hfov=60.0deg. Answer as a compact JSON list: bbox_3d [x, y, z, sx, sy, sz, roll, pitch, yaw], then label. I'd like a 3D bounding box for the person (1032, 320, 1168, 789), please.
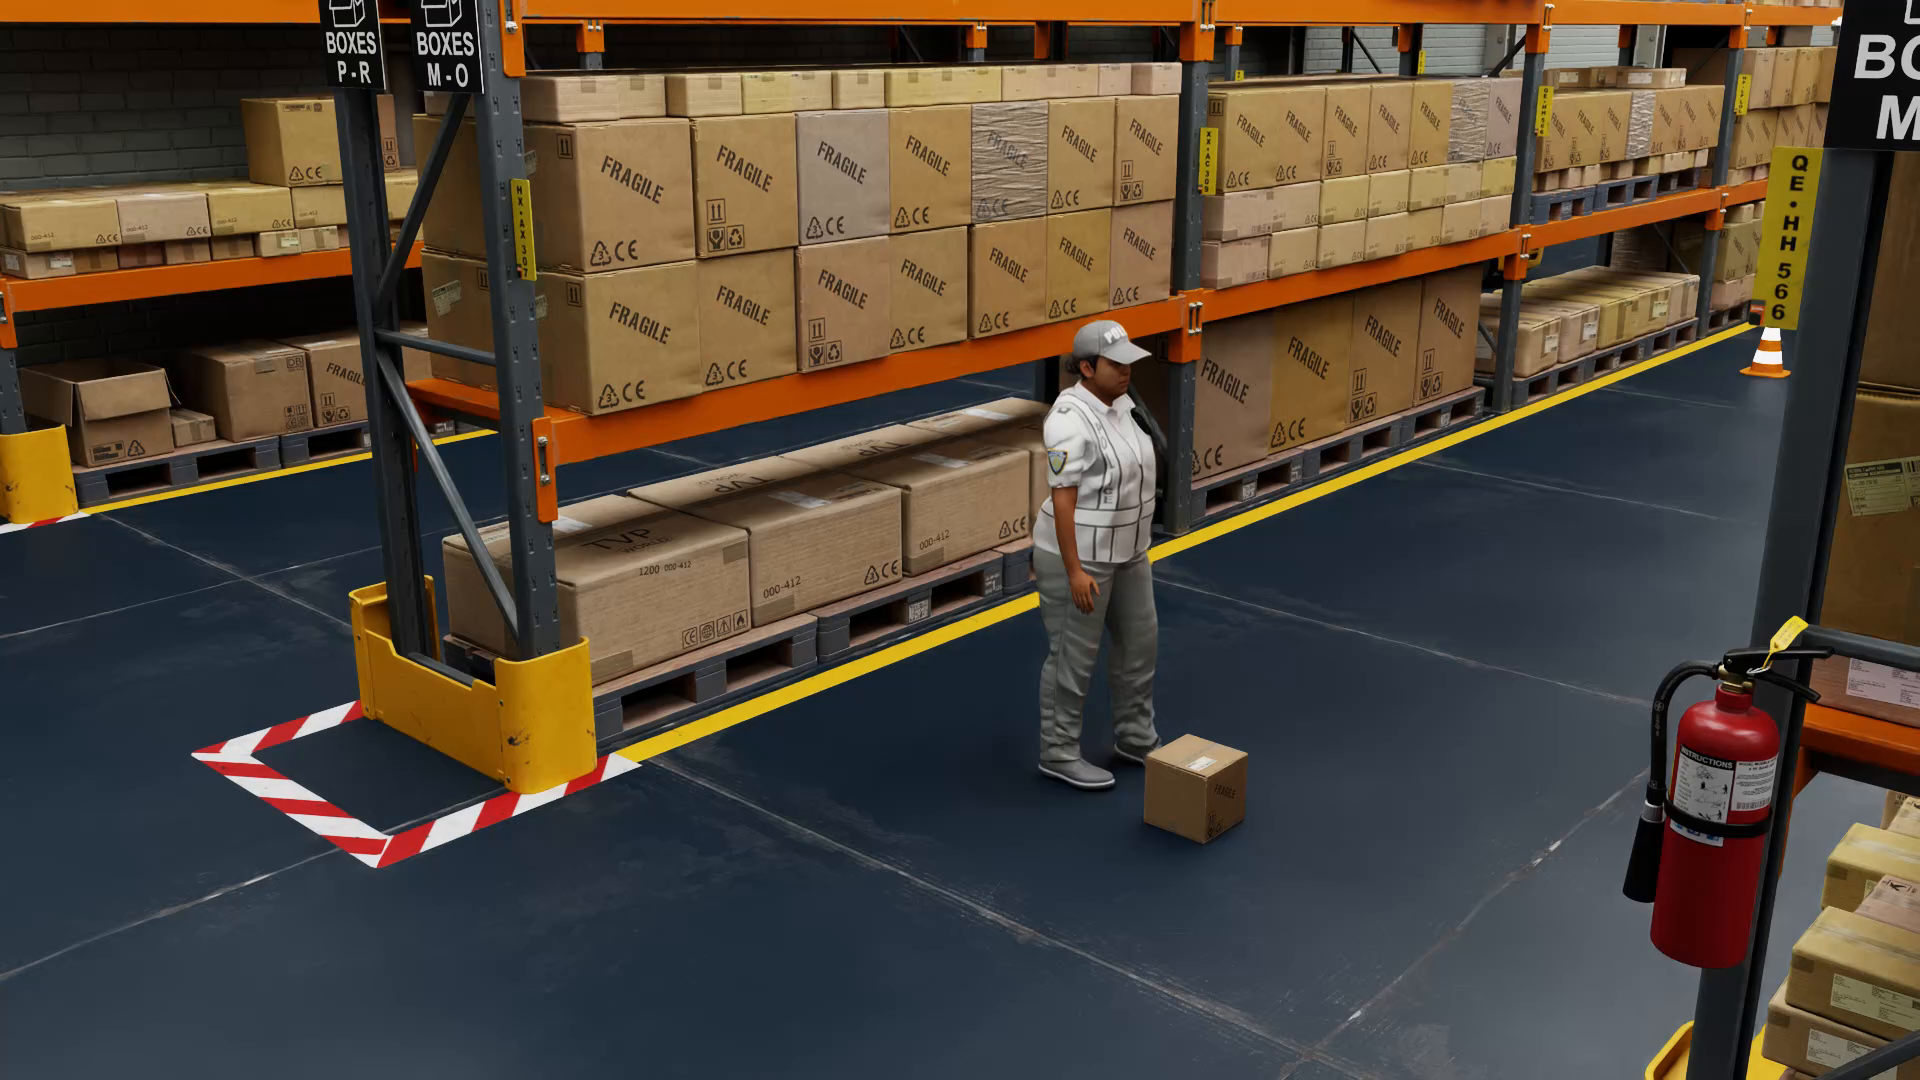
[{"bbox_3d":[0.531,0.068,5.832,0.474,1.692,0.542,12,21,34],"label":"person"}]
